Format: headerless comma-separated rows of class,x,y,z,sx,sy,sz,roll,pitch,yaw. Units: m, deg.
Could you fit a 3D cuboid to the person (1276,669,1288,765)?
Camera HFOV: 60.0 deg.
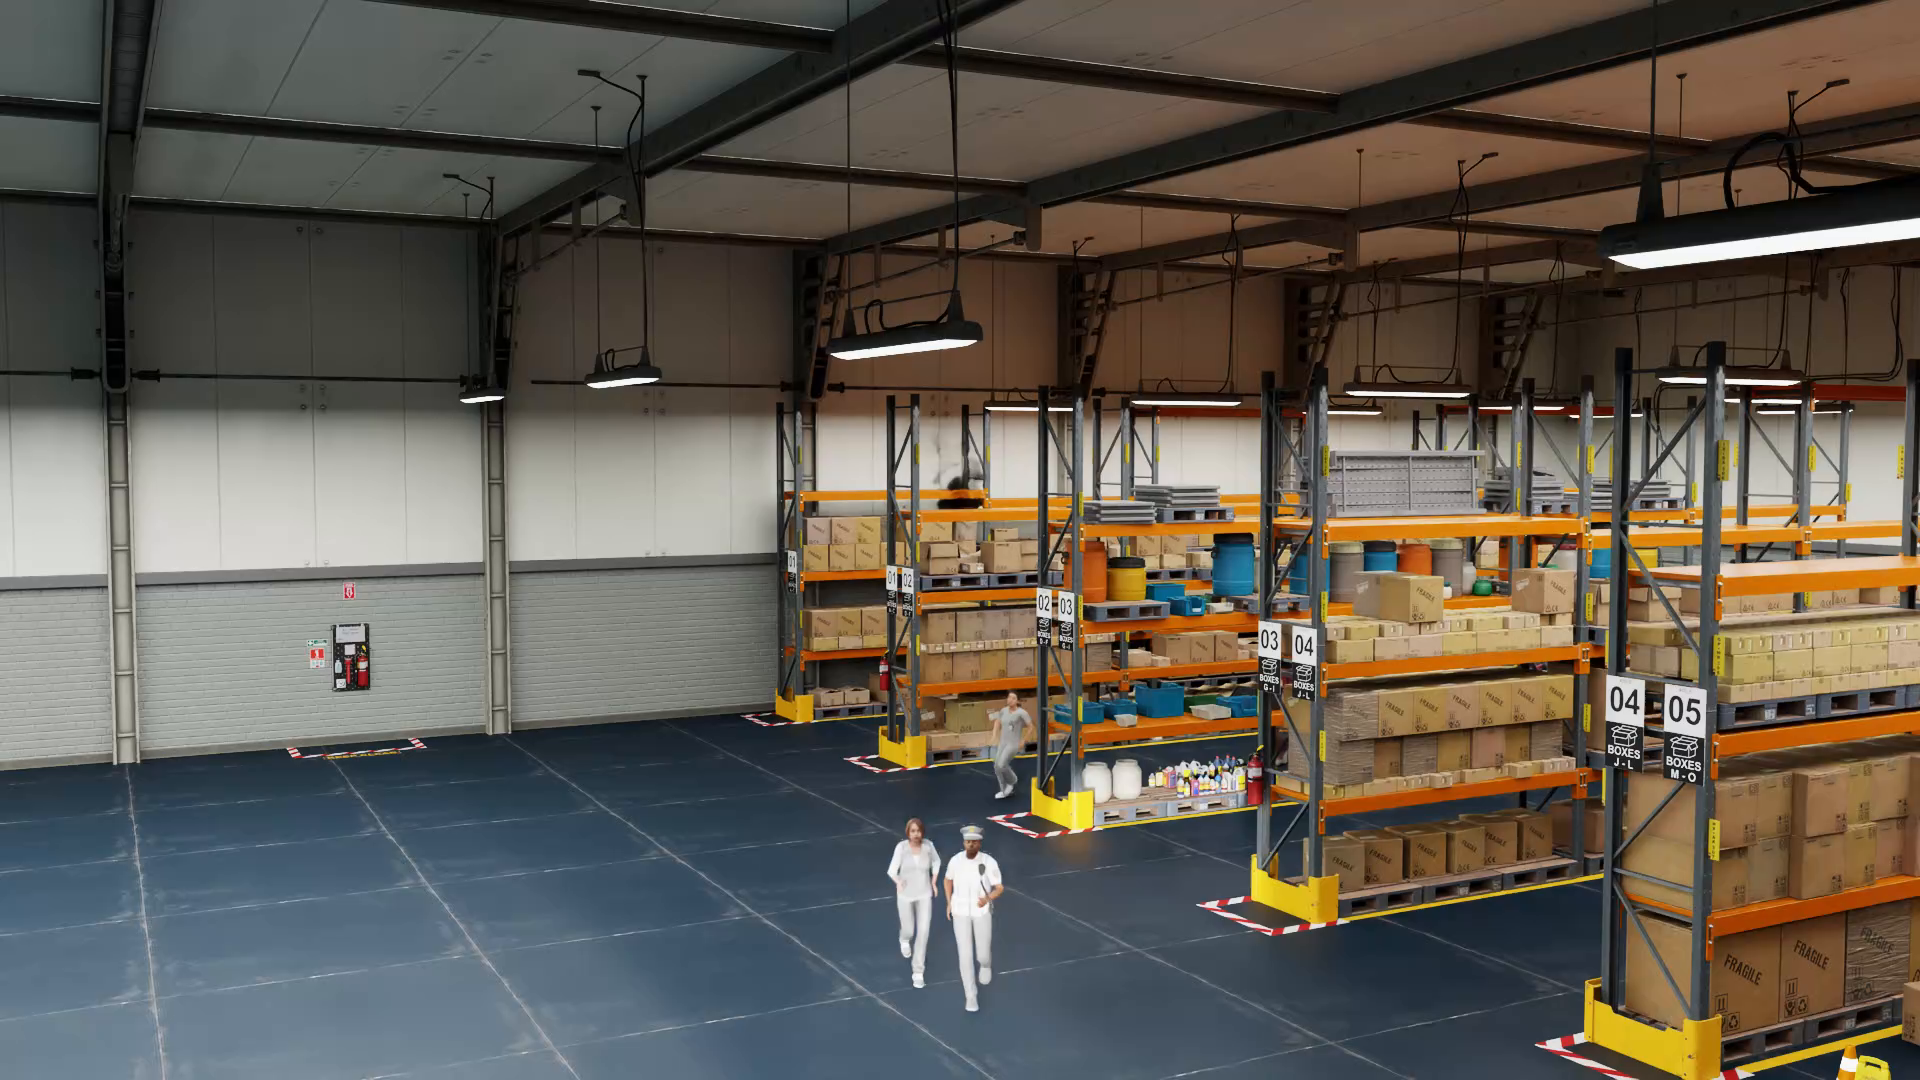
person,5.125,2.829,26.916,0.539,1.631,0.574,-2,4,-32

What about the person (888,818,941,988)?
person,-0.442,3.460,16.166,0.525,1.582,0.822,0,3,-8

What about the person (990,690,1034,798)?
person,0.723,2.992,24.262,0.621,1.625,0.541,3,4,41

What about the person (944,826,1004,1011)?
person,0.118,3.454,15.416,0.576,1.665,0.690,0,3,7
